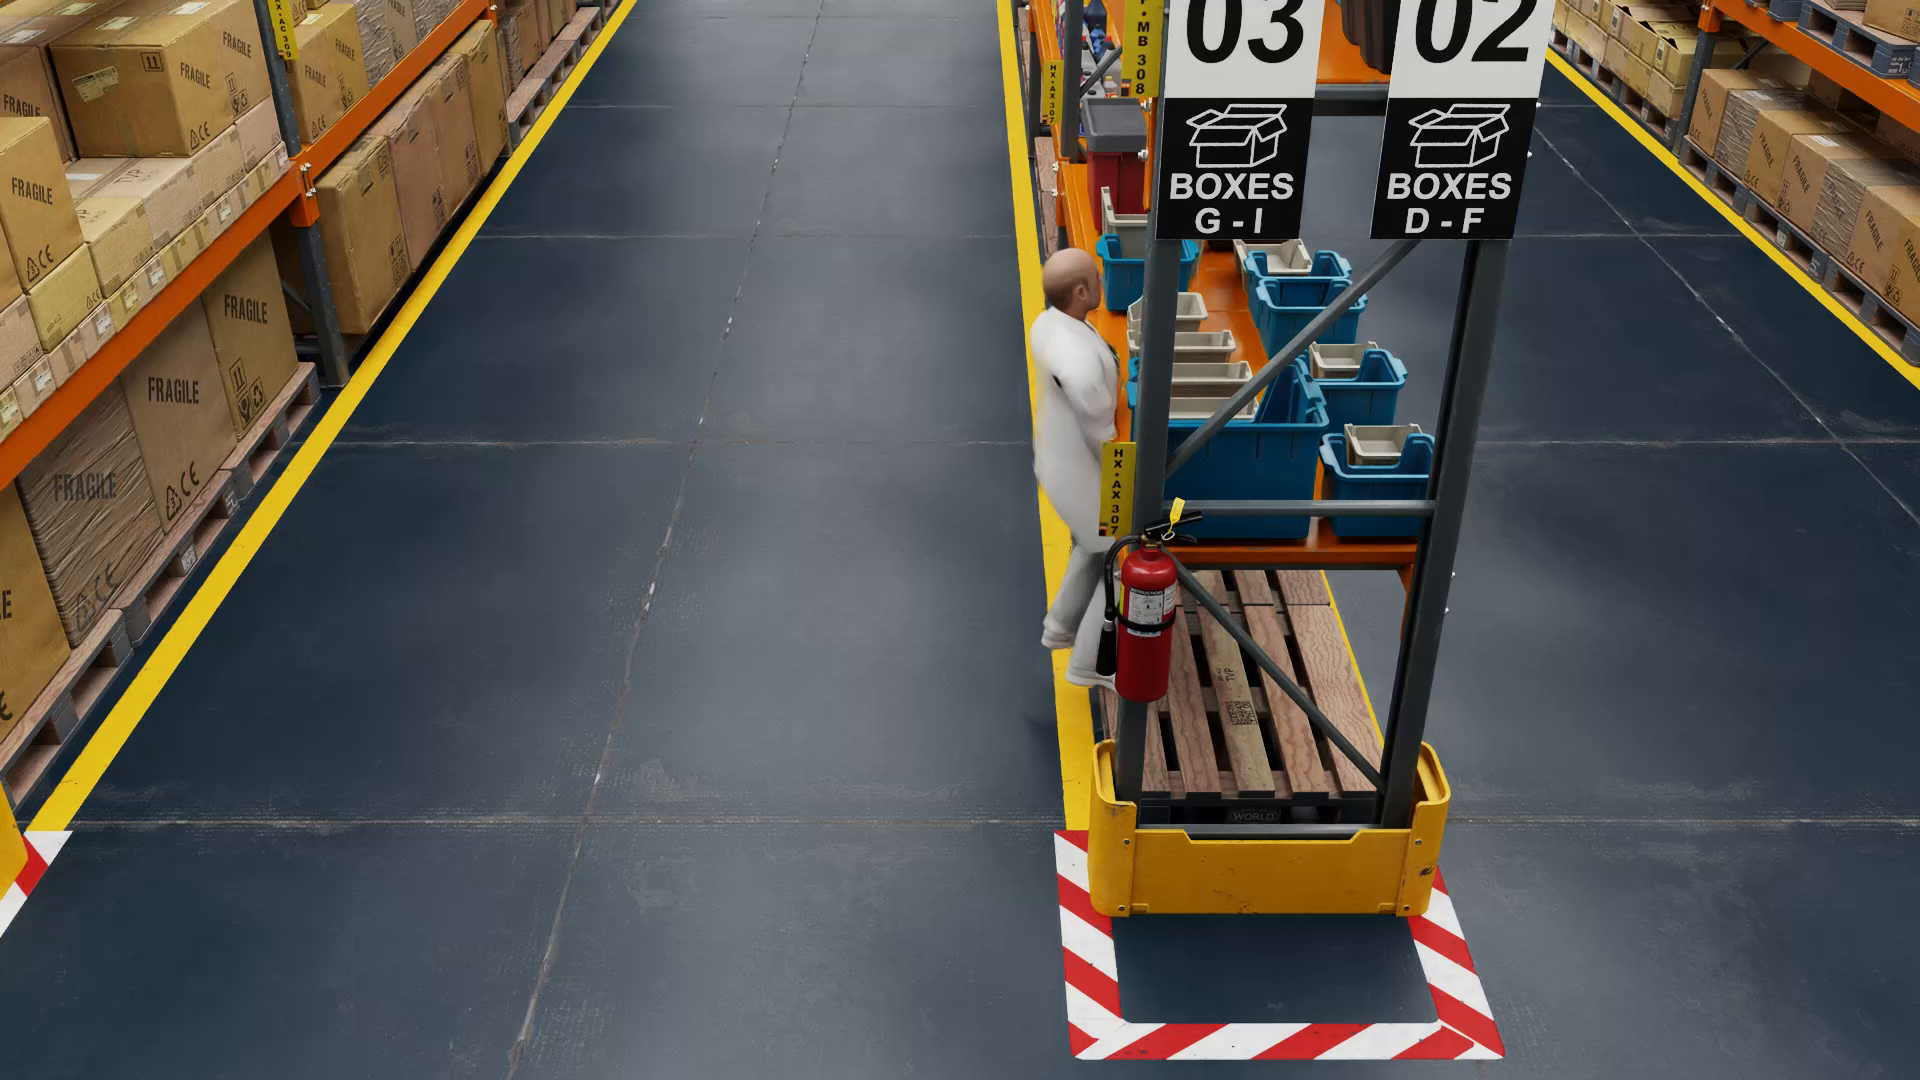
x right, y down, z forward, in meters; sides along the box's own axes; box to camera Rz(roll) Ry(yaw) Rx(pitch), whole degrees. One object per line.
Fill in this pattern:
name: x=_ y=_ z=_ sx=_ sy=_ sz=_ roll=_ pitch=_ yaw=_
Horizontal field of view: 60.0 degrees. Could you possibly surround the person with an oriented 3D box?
person: x=0.507 y=-0.264 z=6.243 sx=0.461 sy=1.715 sz=0.599 roll=-7 pitch=32 yaw=-11
